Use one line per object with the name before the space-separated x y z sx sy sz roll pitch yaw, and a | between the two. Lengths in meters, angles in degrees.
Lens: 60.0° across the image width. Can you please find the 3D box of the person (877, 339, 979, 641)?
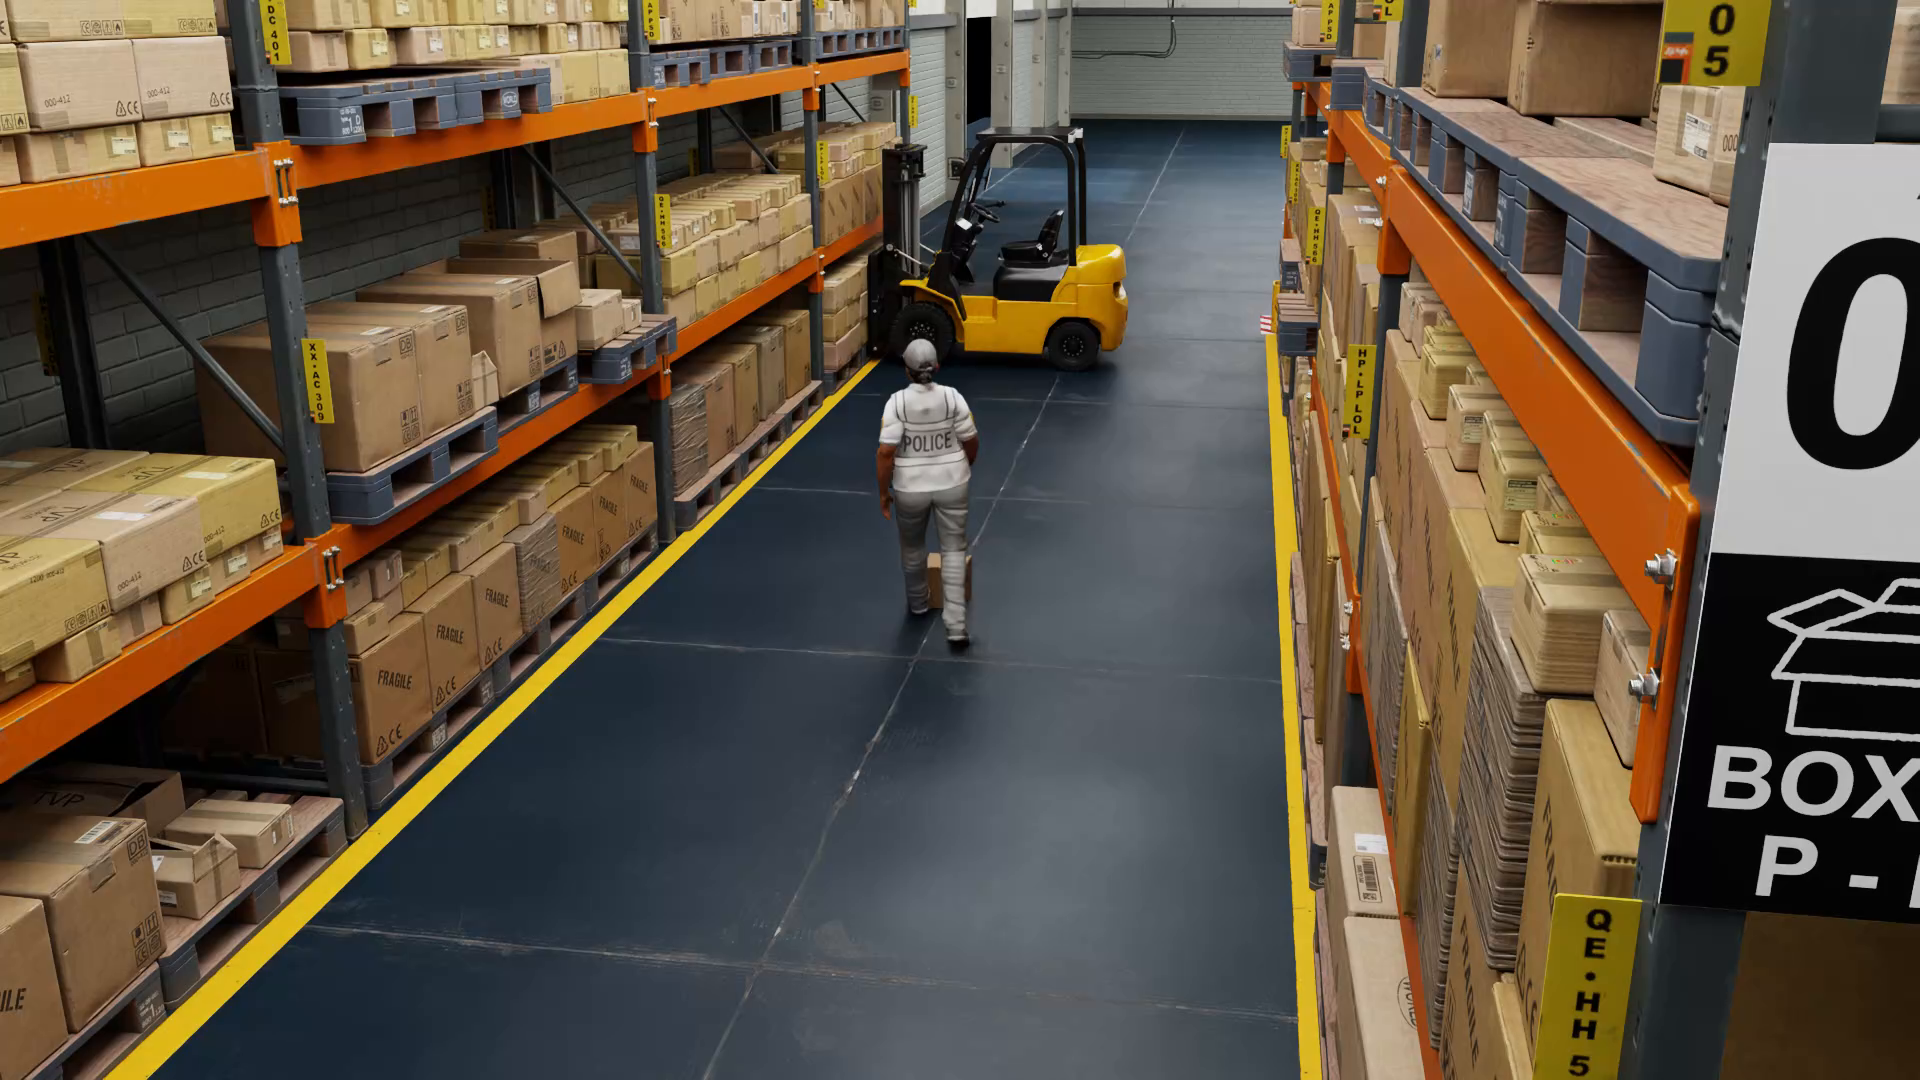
person | -0.164 -0.304 9.003 0.540 1.628 0.883 0 18 1
